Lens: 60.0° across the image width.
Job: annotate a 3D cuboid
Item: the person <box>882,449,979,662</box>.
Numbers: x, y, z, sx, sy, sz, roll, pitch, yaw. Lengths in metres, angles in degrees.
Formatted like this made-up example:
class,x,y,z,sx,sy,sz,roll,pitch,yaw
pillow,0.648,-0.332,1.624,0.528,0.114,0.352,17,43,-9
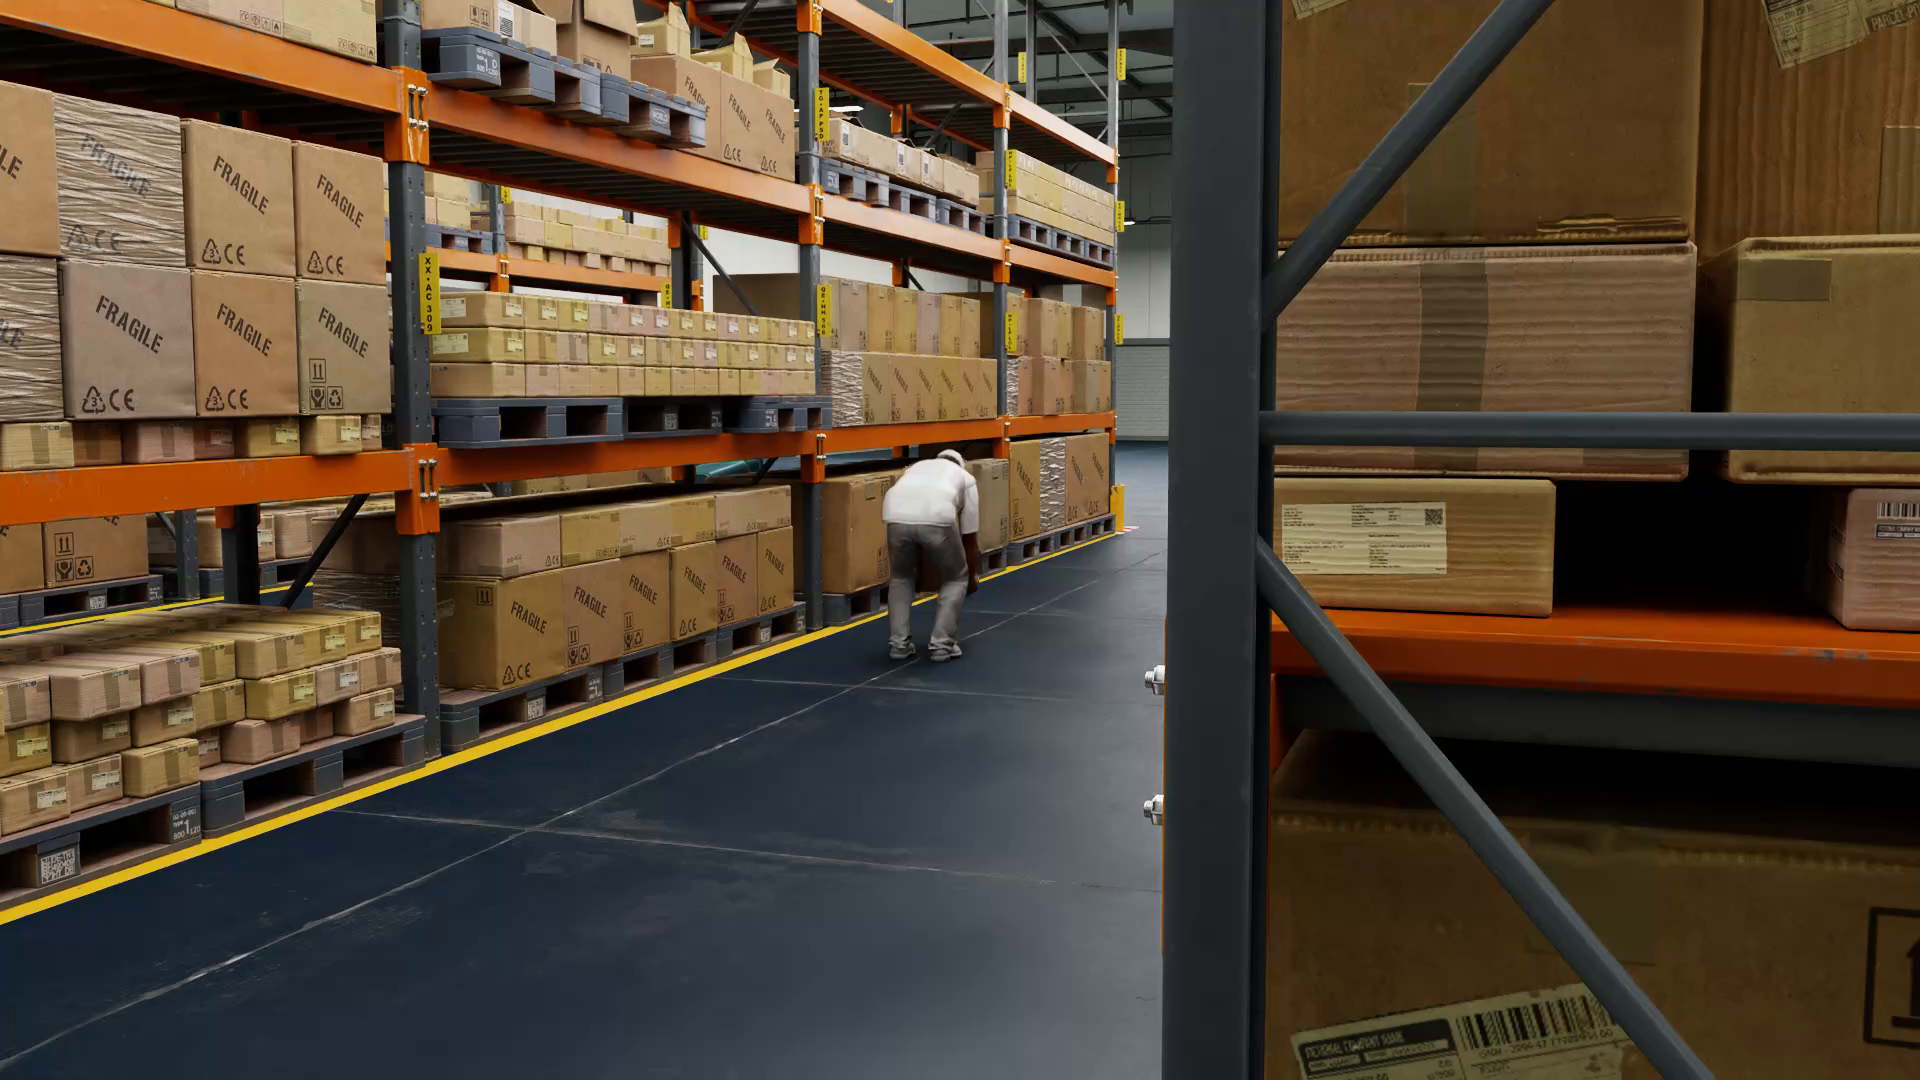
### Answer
class,x,y,z,sx,sy,sz,roll,pitch,yaw
person,-0.163,0.073,9.769,0.501,1.186,0.954,1,5,15
